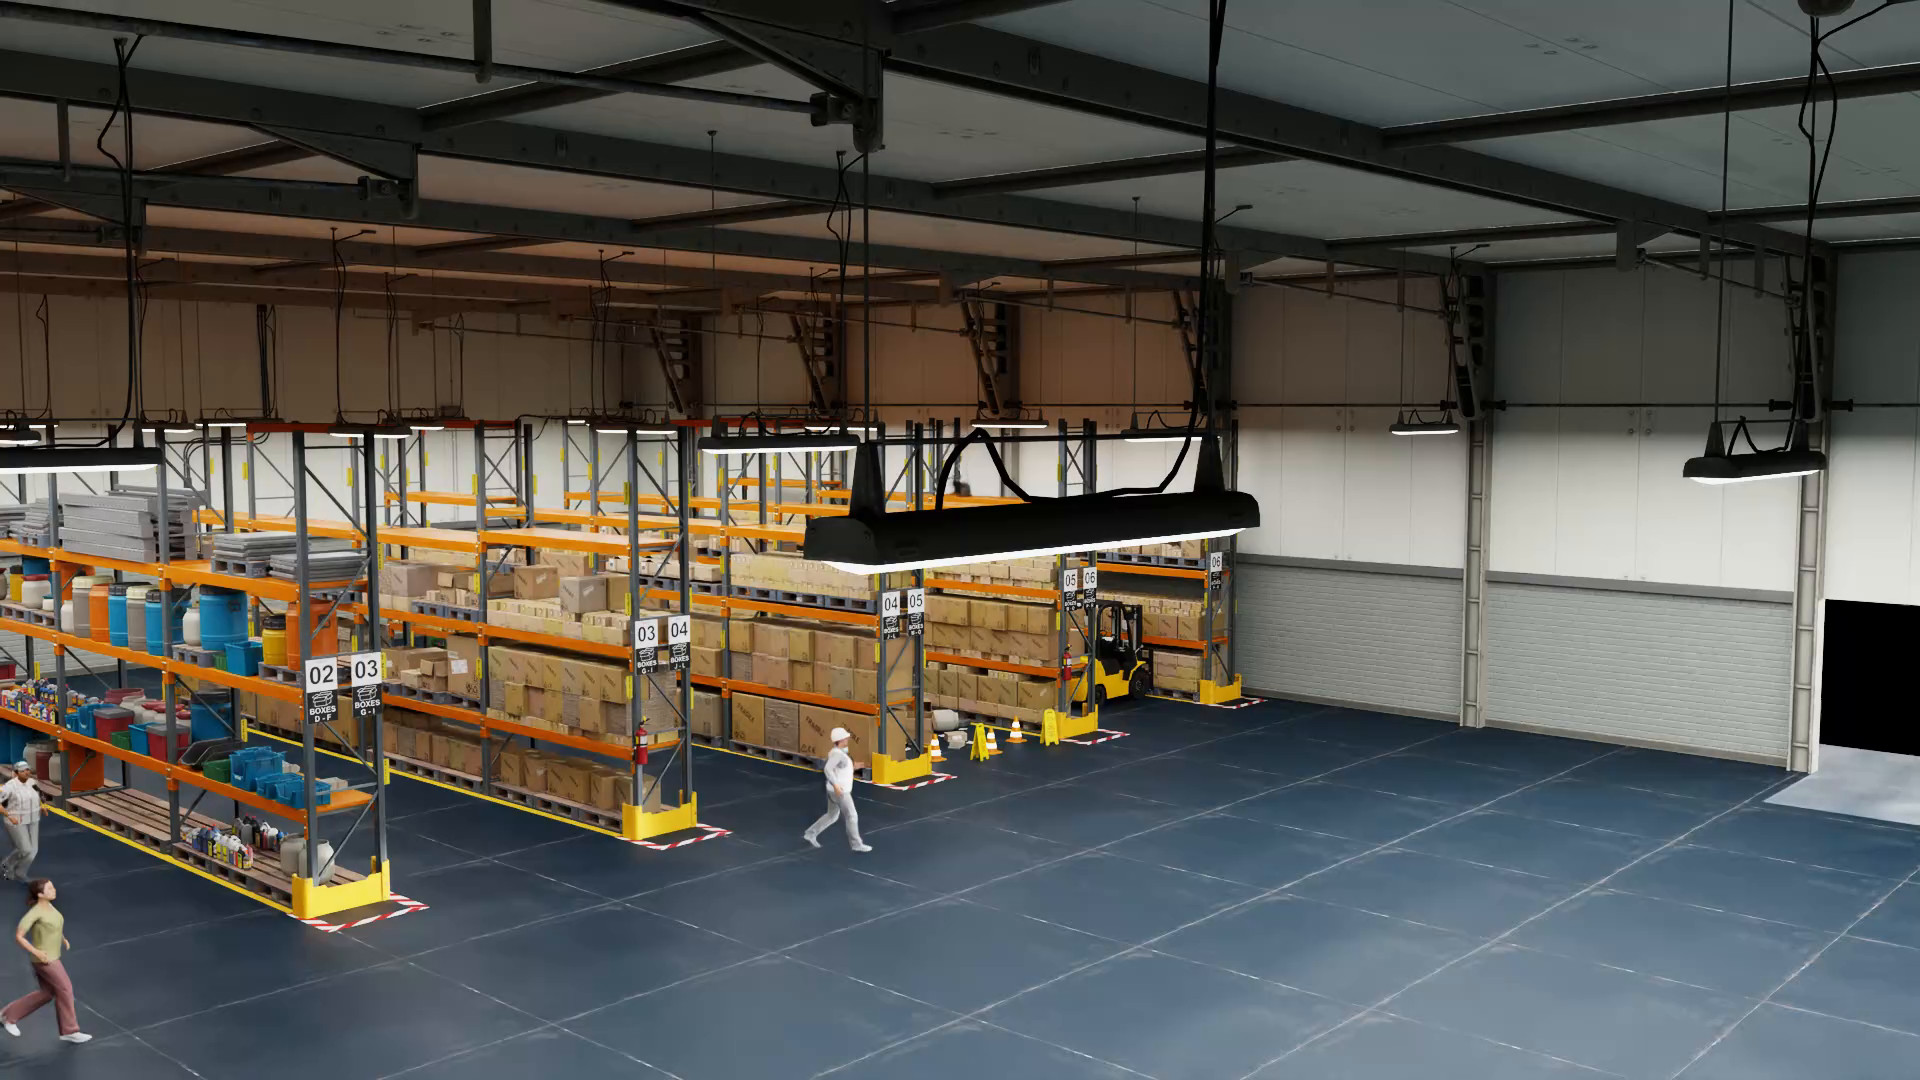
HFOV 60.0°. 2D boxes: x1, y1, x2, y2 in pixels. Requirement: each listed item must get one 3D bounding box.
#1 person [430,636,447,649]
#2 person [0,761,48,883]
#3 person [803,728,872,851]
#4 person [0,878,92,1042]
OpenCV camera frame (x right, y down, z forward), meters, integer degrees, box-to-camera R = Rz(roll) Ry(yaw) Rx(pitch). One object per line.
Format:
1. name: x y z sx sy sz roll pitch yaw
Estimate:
1. person: -12.792 2.148 40.621 0.546 1.745 0.662 -5 7 -44
2. person: -12.346 3.725 21.935 0.536 1.622 0.575 2 5 23
3. person: -1.719 3.508 23.335 0.971 1.764 0.653 -1 5 -14
4. person: -9.074 4.177 16.479 0.816 1.651 0.606 -1 5 -17
